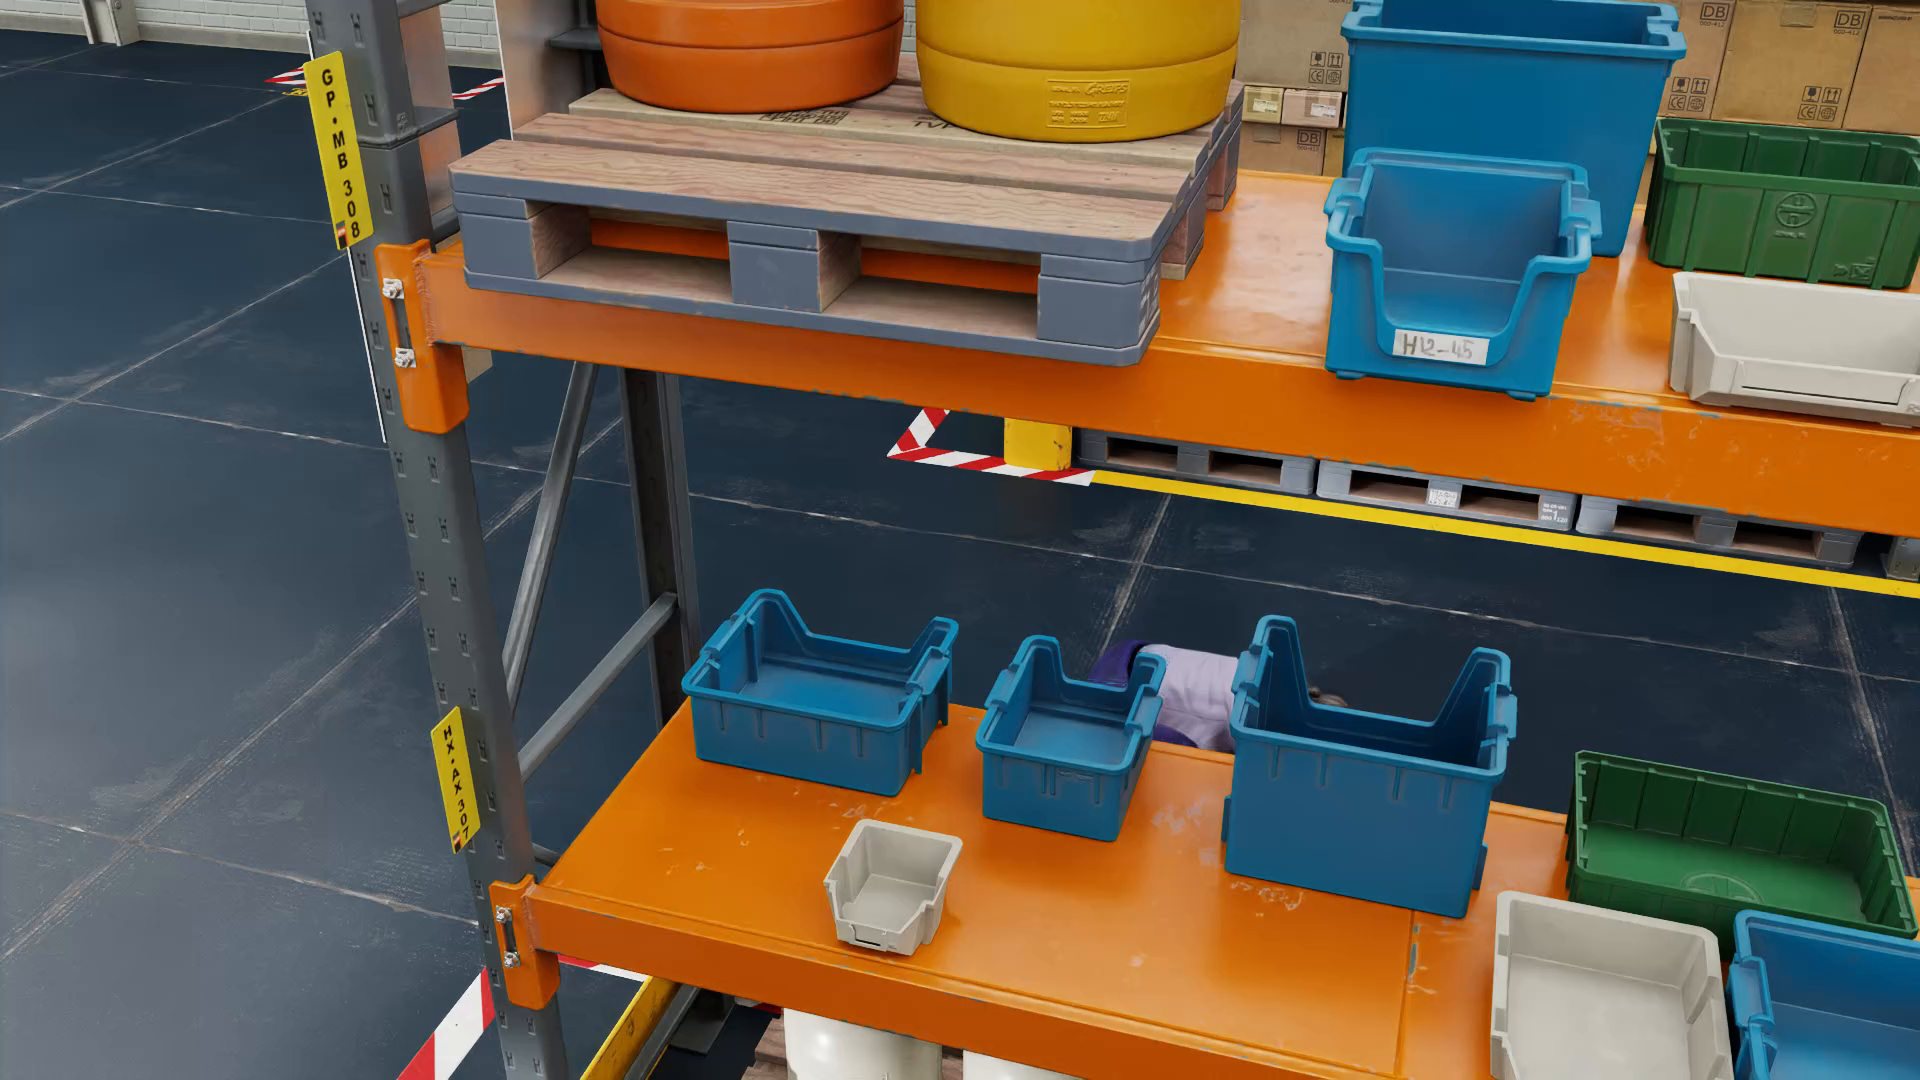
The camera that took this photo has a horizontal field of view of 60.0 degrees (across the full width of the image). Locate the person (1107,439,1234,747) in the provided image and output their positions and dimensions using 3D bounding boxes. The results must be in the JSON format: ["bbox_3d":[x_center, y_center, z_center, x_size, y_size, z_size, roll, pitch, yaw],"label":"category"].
[{"bbox_3d":[0.691,0.334,5.540,0.370,1.653,0.533,8,30,13],"label":"person"}]
